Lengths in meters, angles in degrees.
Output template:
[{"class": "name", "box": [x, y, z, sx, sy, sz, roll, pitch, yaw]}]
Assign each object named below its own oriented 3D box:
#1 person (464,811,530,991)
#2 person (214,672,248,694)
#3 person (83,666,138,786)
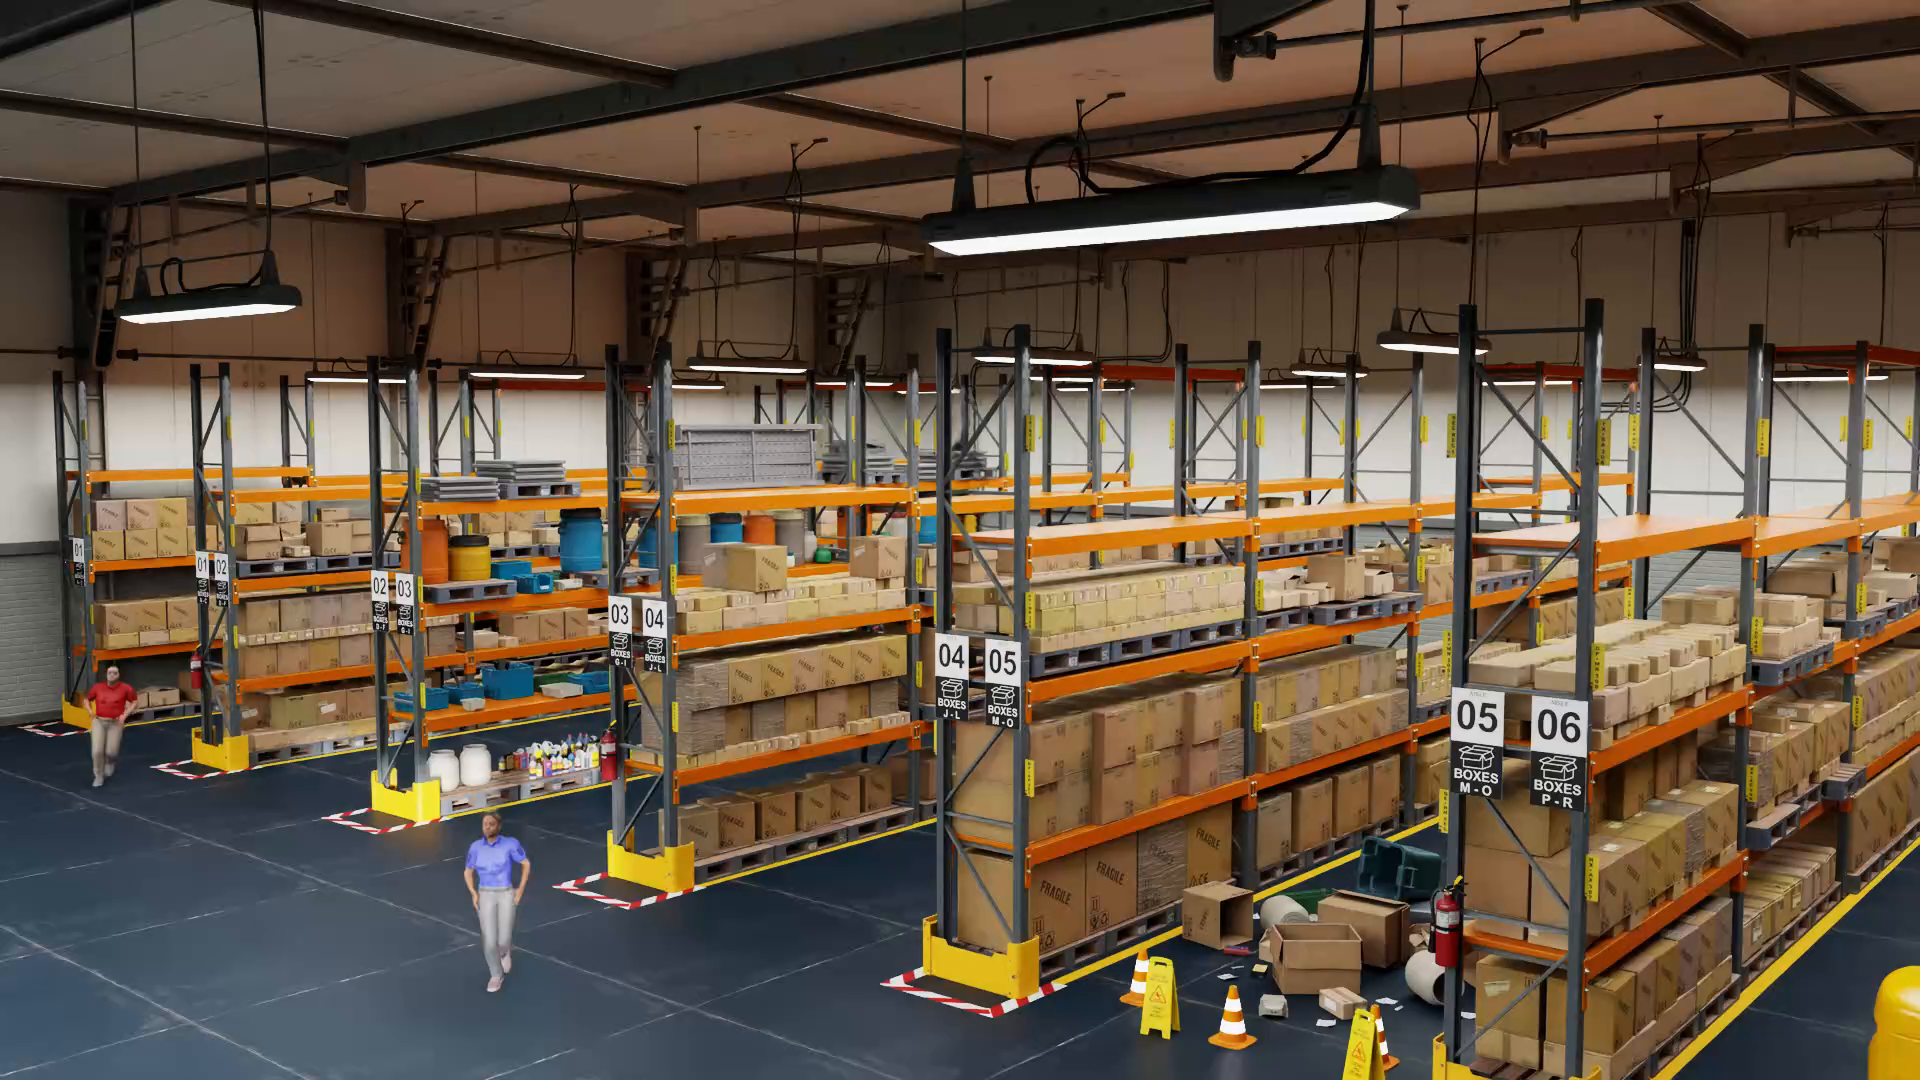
[{"class": "person", "box": [-4.222, 3.275, 15.136, 0.581, 1.621, 0.513, 0, 4, -7]}, {"class": "person", "box": [-11.564, 2.374, 26.504, 0.669, 1.737, 0.589, 3, 5, 37]}, {"class": "person", "box": [-12.114, 2.630, 23.717, 0.695, 1.674, 0.612, -1, 4, -18]}]
